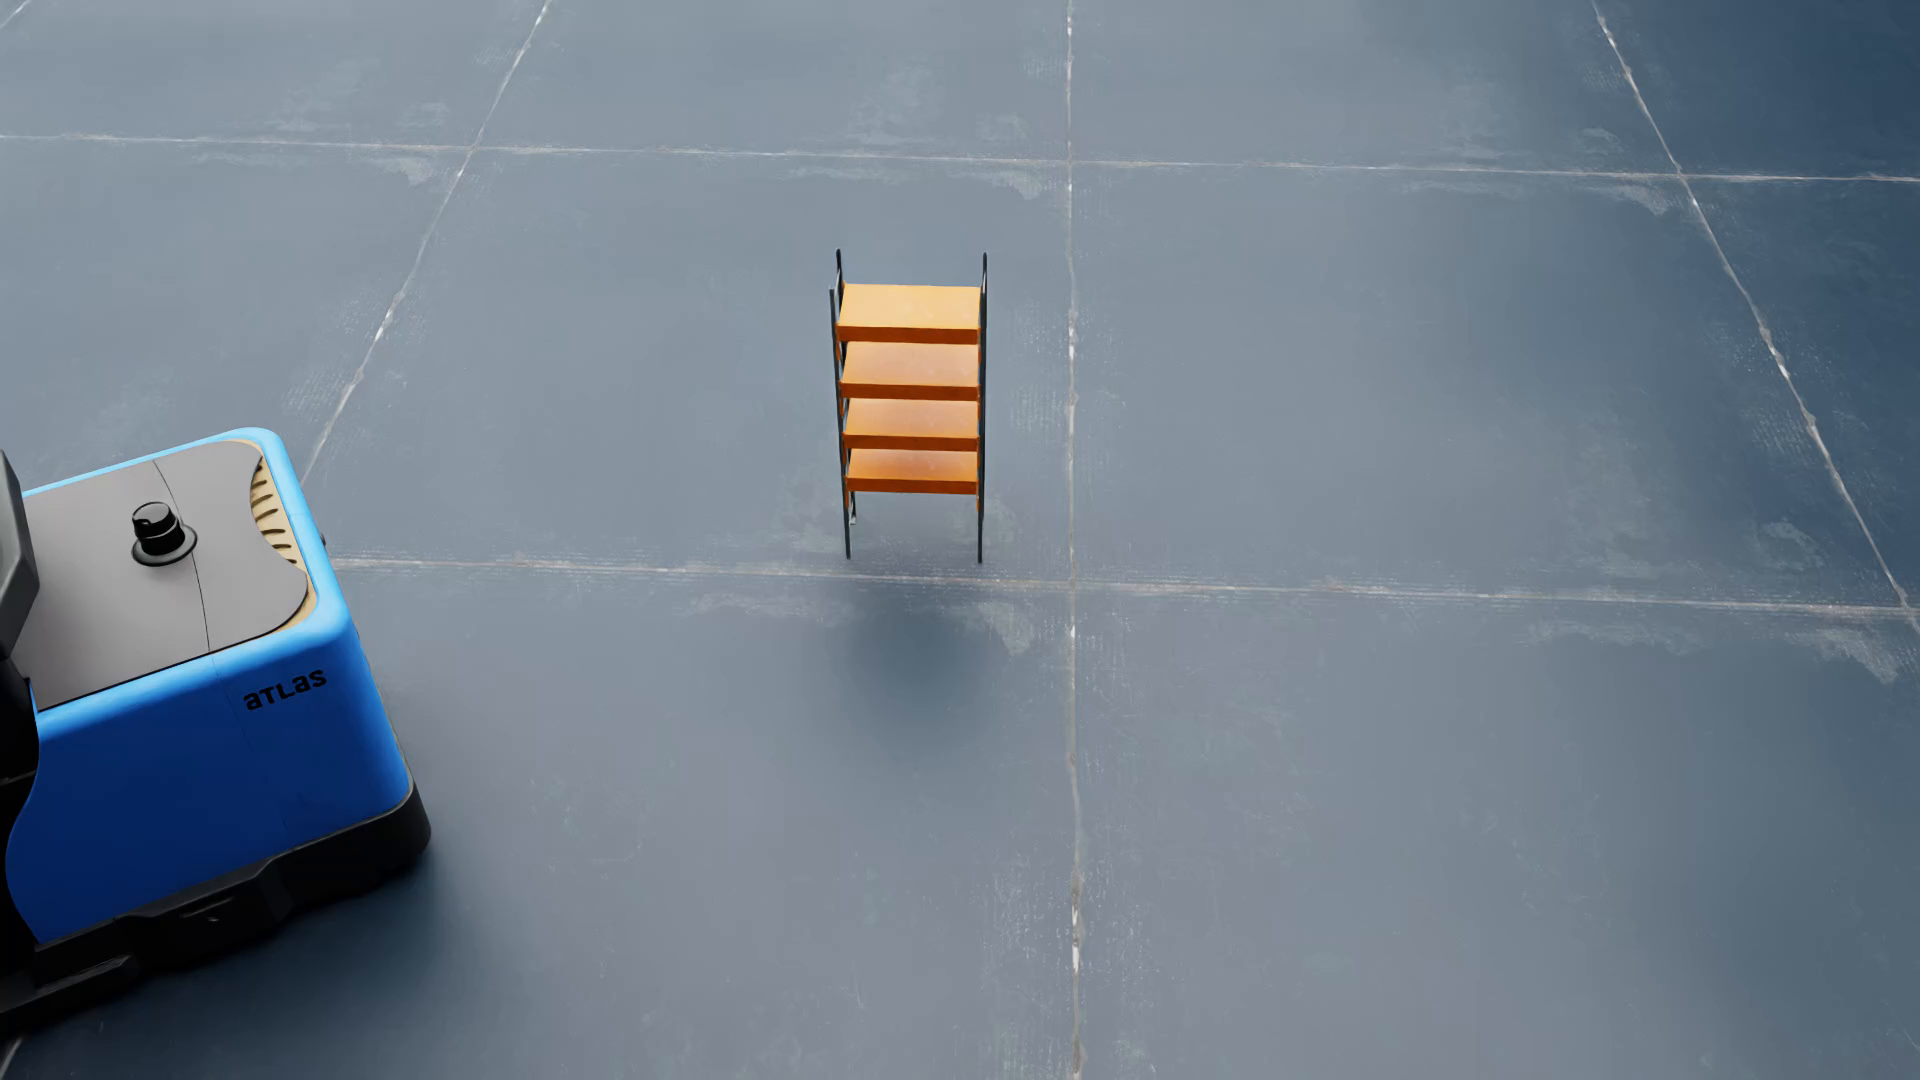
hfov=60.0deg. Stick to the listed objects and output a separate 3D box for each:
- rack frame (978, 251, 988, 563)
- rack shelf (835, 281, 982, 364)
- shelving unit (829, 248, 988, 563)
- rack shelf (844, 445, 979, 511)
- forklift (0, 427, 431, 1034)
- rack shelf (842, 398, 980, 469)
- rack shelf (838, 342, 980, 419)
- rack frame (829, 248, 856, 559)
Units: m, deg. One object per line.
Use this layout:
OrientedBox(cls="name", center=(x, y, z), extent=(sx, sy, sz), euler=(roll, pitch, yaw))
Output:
OrientedBox(cls="rack frame", center=(0.078, -0.437, 5.838), extent=(0.015, 1.200, 0.240), euler=(2, 43, 2))
OrientedBox(cls="rack shelf", center=(-0.165, -0.732, 5.579), extent=(0.480, 0.148, 0.258), euler=(2, 43, 2))
OrientedBox(cls="shelving unit", center=(-0.165, -0.444, 5.846), extent=(0.503, 1.200, 0.258), euler=(2, 43, 2))
OrientedBox(cls="rack shelf", center=(-0.165, -0.250, 6.028), extent=(0.480, 0.148, 0.258), euler=(2, 43, 2))
OrientedBox(cls="forklift", center=(-3.184, 0.117, 3.974), extent=(3.031, 2.935, 1.130), euler=(-20, 47, -21))
OrientedBox(cls="rack shelf", center=(-0.165, -0.395, 5.892), extent=(0.480, 0.148, 0.258), euler=(2, 43, 2))
OrientedBox(cls="rack shelf", center=(-0.165, -0.559, 5.740), extent=(0.480, 0.148, 0.258), euler=(2, 43, 2))
OrientedBox(cls="rack frame", center=(-0.409, -0.452, 5.855), extent=(0.015, 1.200, 0.240), euler=(2, 43, 2))
